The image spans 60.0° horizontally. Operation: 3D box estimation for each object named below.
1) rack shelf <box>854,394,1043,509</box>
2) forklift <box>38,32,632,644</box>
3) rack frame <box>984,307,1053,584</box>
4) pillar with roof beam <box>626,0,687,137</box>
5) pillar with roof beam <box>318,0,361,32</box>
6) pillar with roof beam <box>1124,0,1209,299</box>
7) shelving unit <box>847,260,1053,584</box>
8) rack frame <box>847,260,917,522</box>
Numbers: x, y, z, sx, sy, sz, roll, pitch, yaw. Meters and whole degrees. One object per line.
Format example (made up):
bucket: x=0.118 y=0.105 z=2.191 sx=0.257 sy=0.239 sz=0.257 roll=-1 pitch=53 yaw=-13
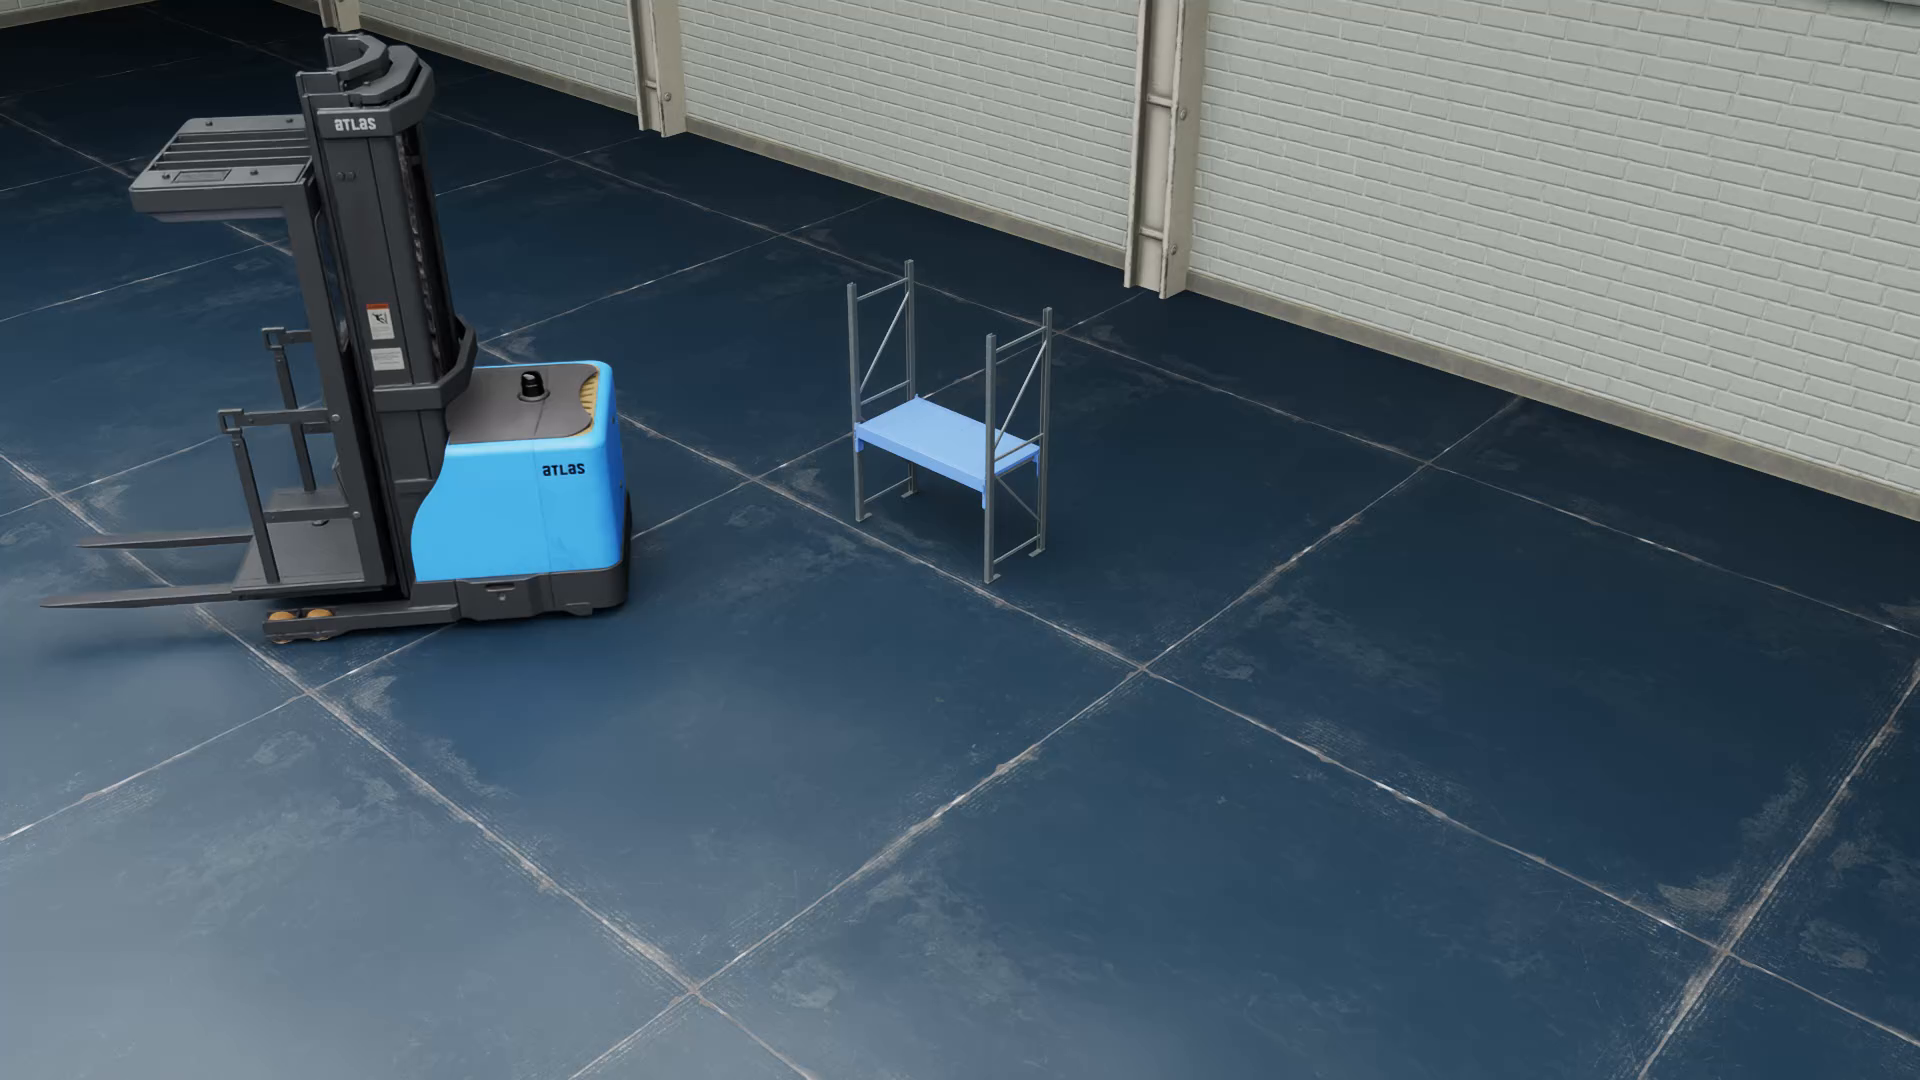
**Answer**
rack shelf: x=-0.063 y=-0.518 z=9.449 sx=1.000 sy=0.185 sz=0.538 roll=25 pitch=39 yaw=35
forklift: x=-3.369 y=-1.000 z=8.514 sx=3.031 sy=2.935 sz=1.130 roll=-4 pitch=31 yaw=-7
rack frame: x=0.314 y=-0.496 z=9.064 sx=0.032 sy=1.500 sz=0.500 roll=25 pitch=39 yaw=35
pillar with roof beam: x=-5.812 y=-6.260 z=11.368 sx=0.400 sy=9.000 sz=9.100 roll=25 pitch=39 yaw=35
pillar with roof beam: x=-10.261 y=-8.336 z=14.817 sx=0.400 sy=9.000 sz=9.100 roll=25 pitch=39 yaw=35
pillar with roof beam: x=-1.364 y=-4.183 z=7.918 sx=0.400 sy=9.000 sz=9.100 roll=25 pitch=39 yaw=35
shelving unit: x=-0.063 y=-0.672 z=9.357 sx=1.048 sy=1.500 sz=0.538 roll=25 pitch=39 yaw=35
rack frame: x=-0.440 y=-0.848 z=9.649 sx=0.032 sy=1.500 sz=0.500 roll=25 pitch=39 yaw=35
